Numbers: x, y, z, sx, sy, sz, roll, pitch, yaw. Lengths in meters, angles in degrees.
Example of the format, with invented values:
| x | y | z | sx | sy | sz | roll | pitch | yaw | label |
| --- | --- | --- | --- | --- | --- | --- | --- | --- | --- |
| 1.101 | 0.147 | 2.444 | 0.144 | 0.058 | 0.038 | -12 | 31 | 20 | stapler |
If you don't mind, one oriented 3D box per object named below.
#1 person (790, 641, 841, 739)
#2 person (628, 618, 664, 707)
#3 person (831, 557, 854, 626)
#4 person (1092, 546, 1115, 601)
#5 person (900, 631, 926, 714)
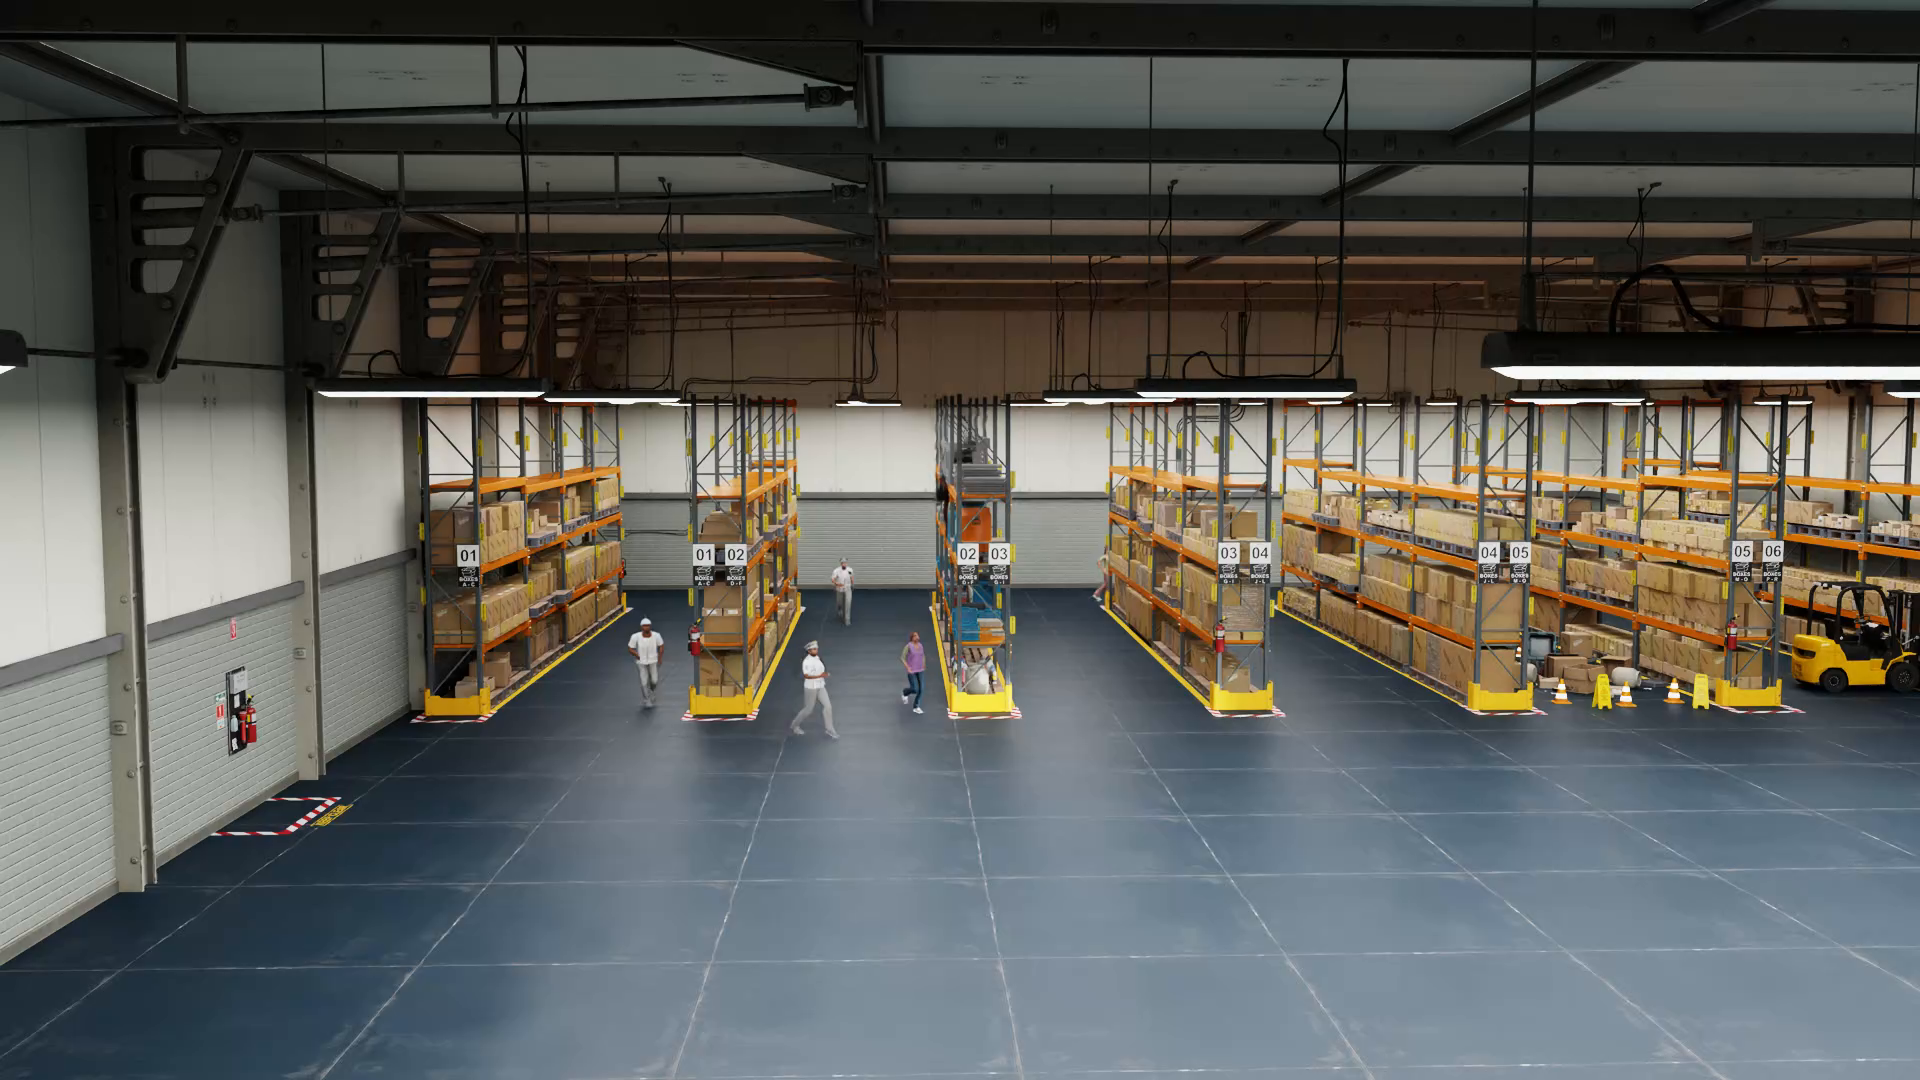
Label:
| x | y | z | sx | sy | sz | roll | pitch | yaw | label |
| --- | --- | --- | --- | --- | --- | --- | --- | --- | --- |
| -2.517 | 2.598 | 28.983 | 0.935 | 1.700 | 0.584 | 3 | 5 | 32 | person |
| -6.001 | 2.360 | 31.892 | 0.698 | 1.719 | 0.575 | -1 | 5 | -16 | person |
| -3.135 | 1.359 | 44.484 | 0.629 | 1.791 | 1.140 | -1 | 5 | -6 | person |
| 4.340 | 1.028 | 49.053 | 0.880 | 1.701 | 0.555 | 2 | 5 | 25 | person |
| -0.856 | 2.484 | 31.378 | 0.521 | 1.540 | 0.597 | -3 | 5 | -30 | person |
